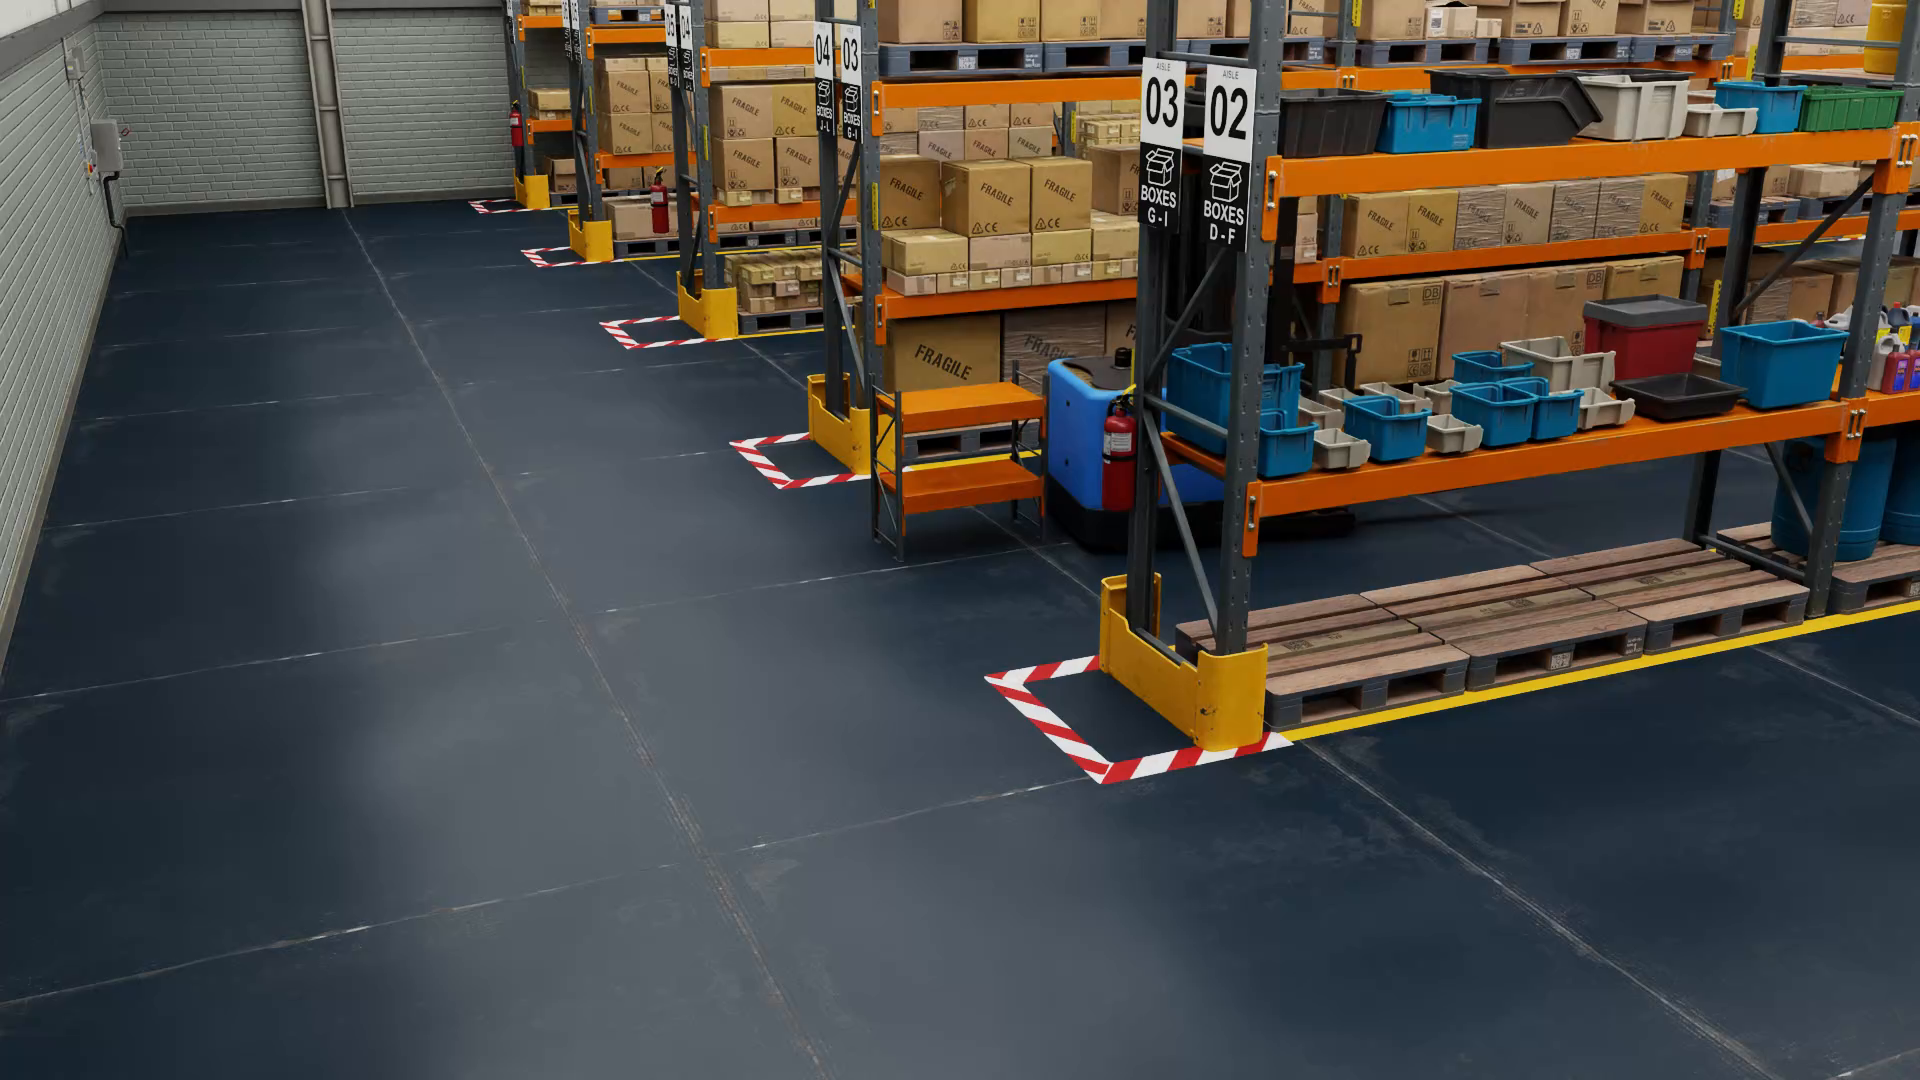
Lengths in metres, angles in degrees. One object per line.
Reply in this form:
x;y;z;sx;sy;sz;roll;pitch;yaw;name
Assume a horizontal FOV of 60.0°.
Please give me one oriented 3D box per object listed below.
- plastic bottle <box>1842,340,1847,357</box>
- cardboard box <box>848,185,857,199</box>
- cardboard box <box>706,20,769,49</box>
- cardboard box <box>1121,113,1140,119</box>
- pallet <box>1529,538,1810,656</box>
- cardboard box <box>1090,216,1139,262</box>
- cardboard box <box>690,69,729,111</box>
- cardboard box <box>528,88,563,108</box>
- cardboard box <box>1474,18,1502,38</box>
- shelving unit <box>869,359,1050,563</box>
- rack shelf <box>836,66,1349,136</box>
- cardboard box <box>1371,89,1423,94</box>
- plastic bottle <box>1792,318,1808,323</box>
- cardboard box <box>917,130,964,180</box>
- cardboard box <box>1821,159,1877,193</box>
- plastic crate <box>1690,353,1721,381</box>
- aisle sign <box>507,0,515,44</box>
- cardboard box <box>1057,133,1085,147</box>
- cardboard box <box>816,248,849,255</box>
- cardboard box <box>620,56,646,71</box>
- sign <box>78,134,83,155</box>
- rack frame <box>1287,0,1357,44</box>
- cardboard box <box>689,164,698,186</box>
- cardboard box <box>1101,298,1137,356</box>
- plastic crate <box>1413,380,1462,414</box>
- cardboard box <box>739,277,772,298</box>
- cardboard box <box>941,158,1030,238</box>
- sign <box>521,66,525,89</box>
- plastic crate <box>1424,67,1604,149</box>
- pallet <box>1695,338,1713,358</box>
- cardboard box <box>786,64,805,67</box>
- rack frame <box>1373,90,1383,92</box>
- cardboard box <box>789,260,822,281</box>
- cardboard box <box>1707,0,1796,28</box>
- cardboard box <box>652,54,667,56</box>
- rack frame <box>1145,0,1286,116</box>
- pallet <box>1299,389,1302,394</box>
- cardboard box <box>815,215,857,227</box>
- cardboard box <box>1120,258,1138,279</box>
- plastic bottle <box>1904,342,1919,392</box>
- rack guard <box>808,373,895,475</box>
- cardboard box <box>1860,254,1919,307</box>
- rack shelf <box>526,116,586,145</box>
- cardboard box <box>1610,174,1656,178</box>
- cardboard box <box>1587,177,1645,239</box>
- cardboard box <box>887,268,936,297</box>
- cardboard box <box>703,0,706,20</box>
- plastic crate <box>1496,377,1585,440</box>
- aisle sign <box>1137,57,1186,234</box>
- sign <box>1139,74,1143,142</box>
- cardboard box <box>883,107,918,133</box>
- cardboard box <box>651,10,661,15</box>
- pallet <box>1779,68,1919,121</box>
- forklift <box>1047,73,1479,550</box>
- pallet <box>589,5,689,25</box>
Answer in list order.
5.451;-1.180;10.155;0.097;0.201;0.097;0;19;0;plastic bottle
-1.098;-3.638;17.216;0.250;0.149;0.380;-9;21;-23;cardboard box
-2.177;-4.946;16.261;0.500;0.250;0.500;-7;21;-20;cardboard box
1.999;-4.723;18.769;0.250;0.149;0.380;-8;21;-22;cardboard box
4.156;0.313;9.814;1.213;0.211;1.003;-8;21;-22;pallet
1.143;-2.351;12.960;0.500;0.250;0.500;-9;21;-23;cardboard box
-3.250;-5.752;21.186;0.500;0.500;0.500;-8;21;-22;cardboard box
-6.397;-6.841;25.713;0.500;0.250;0.500;-8;21;-20;cardboard box
4.280;-4.266;13.849;0.250;0.149;0.380;-9;21;-24;cardboard box
-0.006;-0.530;10.833;1.048;1.125;0.538;-8;21;-22;shelving unit
1.017;-3.433;12.823;4.000;0.370;1.077;-8;21;-22;rack shelf
5.071;-5.248;19.754;0.500;0.500;0.700;-8;21;-22;cardboard box
5.050;-1.202;10.107;0.135;0.276;0.152;-8;21;-22;plastic bottle
-0.285;-4.051;17.414;0.500;0.500;0.500;-8;21;-22;cardboard box
8.644;-3.664;16.124;0.637;0.503;0.797;-6;20;-16;cardboard box
4.332;-0.997;9.643;0.243;0.136;0.396;-8;21;-22;plastic crate
-6.660;-7.758;24.624;0.004;0.787;0.394;-8;21;-22;aisle sign
1.269;-4.479;18.525;0.250;0.149;0.380;-7;21;-20;cardboard box
-1.377;-3.057;17.952;0.250;0.149;0.380;-7;21;-20;cardboard box
-4.096;-5.960;20.800;0.250;0.149;0.380;-8;21;-21;cardboard box
-9.950;-4.473;18.801;0.001;0.218;0.327;-8;21;-22;sign
2.854;-5.451;12.953;0.127;3.000;1.000;-8;21;-22;rack frame
-4.361;-5.938;26.501;0.500;0.500;0.700;-9;21;-24;cardboard box
1.390;-1.636;13.719;0.875;0.875;0.875;-8;21;-22;cardboard box
2.602;-0.773;9.008;0.250;0.136;0.298;-8;21;-22;plastic crate
-2.108;-2.605;17.116;0.250;0.149;0.380;-7;21;-20;cardboard box
0.188;-2.565;12.438;0.500;0.500;0.500;-9;21;-23;cardboard box
-6.499;-6.873;24.722;0.005;0.325;0.100;-8;21;-22;sign
2.655;-2.087;8.010;0.767;0.338;0.504;-8;21;-22;plastic crate
7.245;-1.934;16.198;1.213;0.211;1.003;-8;21;-22;pallet
-2.187;-6.216;21.527;0.250;0.149;0.380;-8;21;-22;cardboard box
4.655;-4.673;19.777;0.127;3.000;1.000;-8;21;-22;rack frame
-1.588;-2.787;17.185;0.250;0.149;0.380;-8;21;-22;cardboard box
7.060;-4.828;14.799;0.500;0.500;0.500;-8;21;-21;cardboard box
-3.819;-6.171;21.398;0.250;0.149;0.380;-8;21;-21;cardboard box
1.143;-3.414;7.169;0.127;3.000;1.000;-8;21;-22;rack frame
2.125;-1.229;14.196;1.213;0.211;1.003;-8;21;-22;pallet
-1.691;-4.583;22.746;0.875;0.438;0.875;-8;21;-23;cardboard box
1.290;-2.160;13.019;0.250;0.149;0.380;-8;21;-21;cardboard box
5.444;-0.991;9.496;0.133;0.283;0.061;-8;21;-22;plastic bottle
-0.841;-0.913;12.861;0.348;0.500;1.175;-8;21;-22;rack guard
9.627;-2.628;17.069;0.500;0.500;0.700;-10;22;-26;cardboard box
-4.877;-6.554;26.202;4.000;0.370;1.077;-8;21;-22;rack shelf
5.849;-3.576;15.001;0.637;0.503;0.797;-7;21;-20;cardboard box
5.712;-2.990;14.847;0.500;0.500;0.500;-8;21;-22;cardboard box
-0.362;-1.922;12.343;0.250;0.149;0.380;-8;21;-21;cardboard box
-2.369;-5.339;16.624;0.500;0.250;0.500;-9;21;-24;cardboard box
2.985;-0.678;8.594;0.300;0.233;0.416;-8;21;-22;plastic crate
0.961;-1.890;7.960;0.004;0.787;0.394;-8;21;-22;aisle sign
0.910;-2.115;8.155;0.005;0.325;0.100;-8;21;-22;sign
-0.760;-4.456;17.057;0.500;0.500;0.500;-9;21;-24;cardboard box
-4.656;-8.104;25.382;0.250;0.149;0.380;-8;21;-21;cardboard box
5.497;-2.569;9.570;1.003;0.211;1.213;-8;21;-22;pallet
2.151;-1.563;11.049;3.031;2.935;1.130;-5;20;-13;forklift
-4.067;-6.591;20.840;1.213;0.211;1.003;-8;21;-22;pallet
